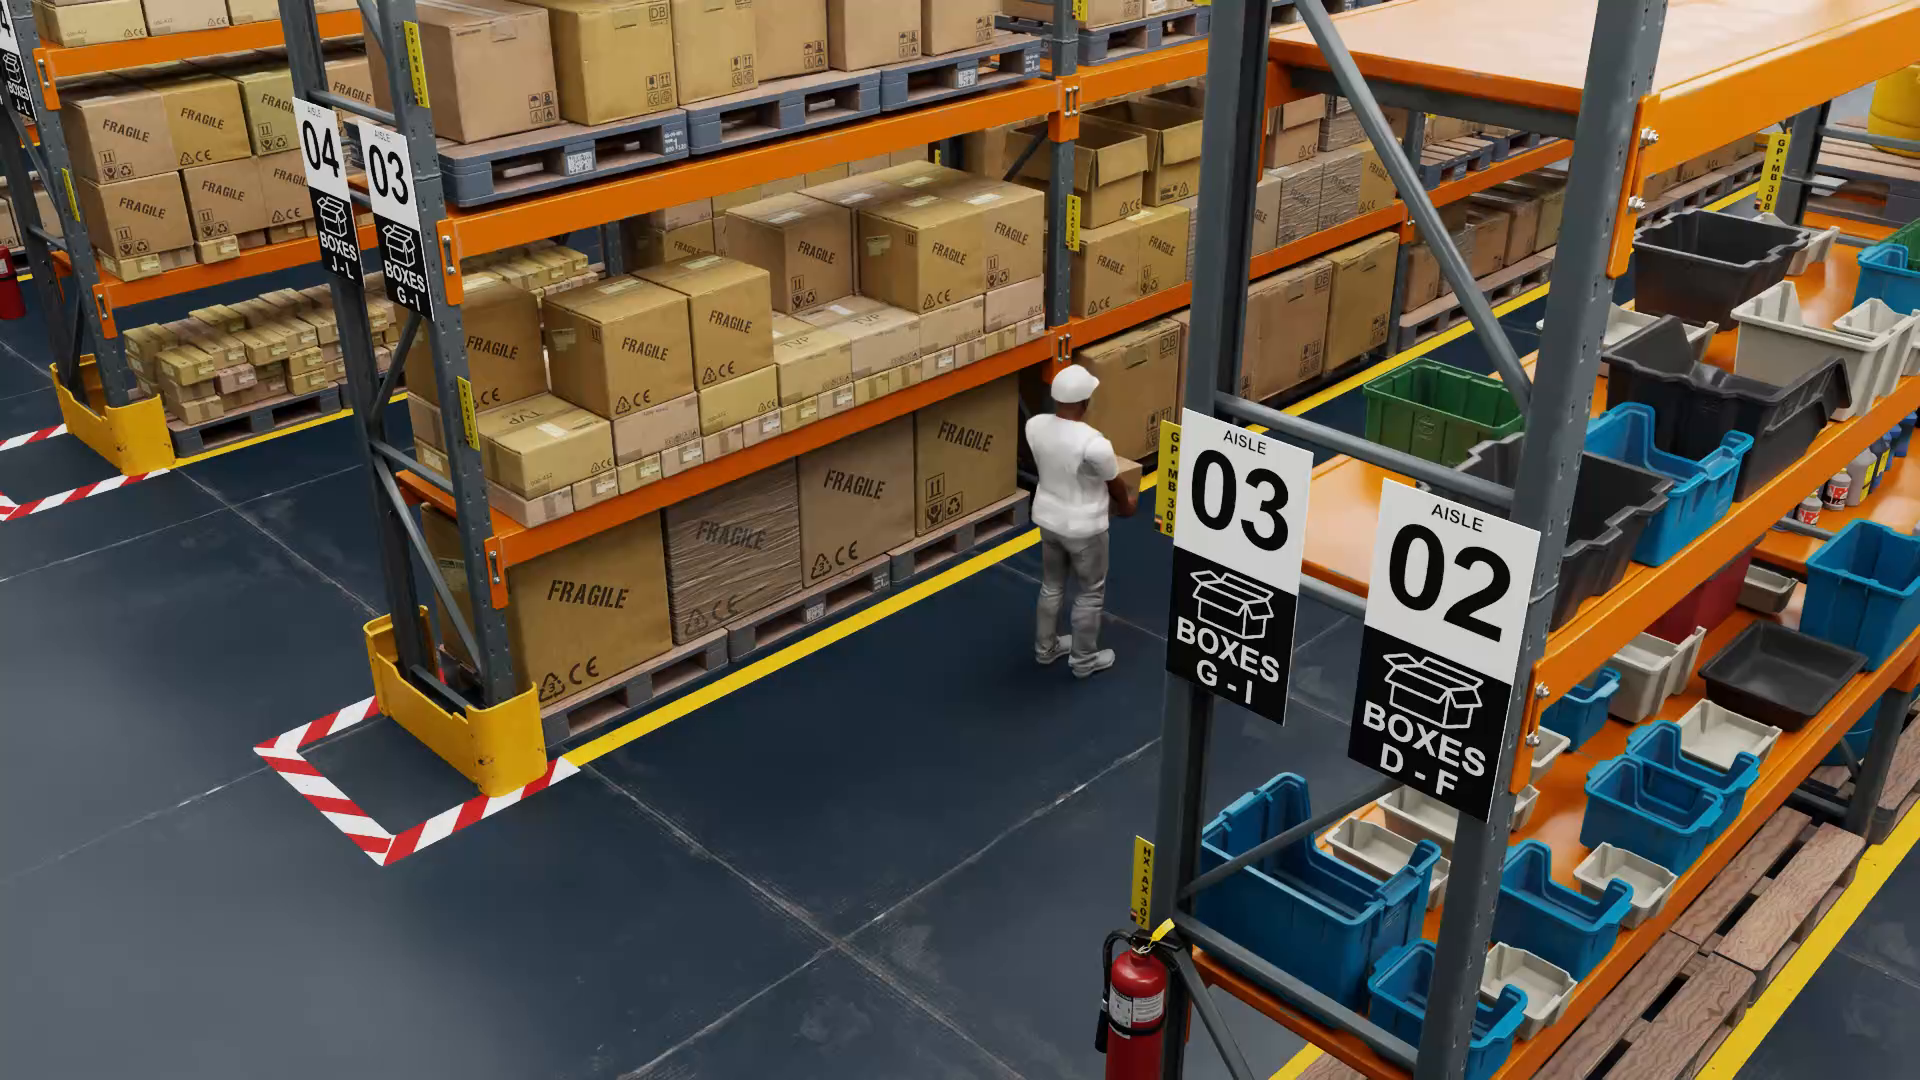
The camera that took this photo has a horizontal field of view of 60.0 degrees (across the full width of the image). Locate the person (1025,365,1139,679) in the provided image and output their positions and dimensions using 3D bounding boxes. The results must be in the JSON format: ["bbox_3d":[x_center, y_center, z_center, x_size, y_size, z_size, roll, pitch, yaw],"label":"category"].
[{"bbox_3d":[0.653,-0.126,8.838,0.505,1.763,0.557,24,36,38],"label":"person"}]
